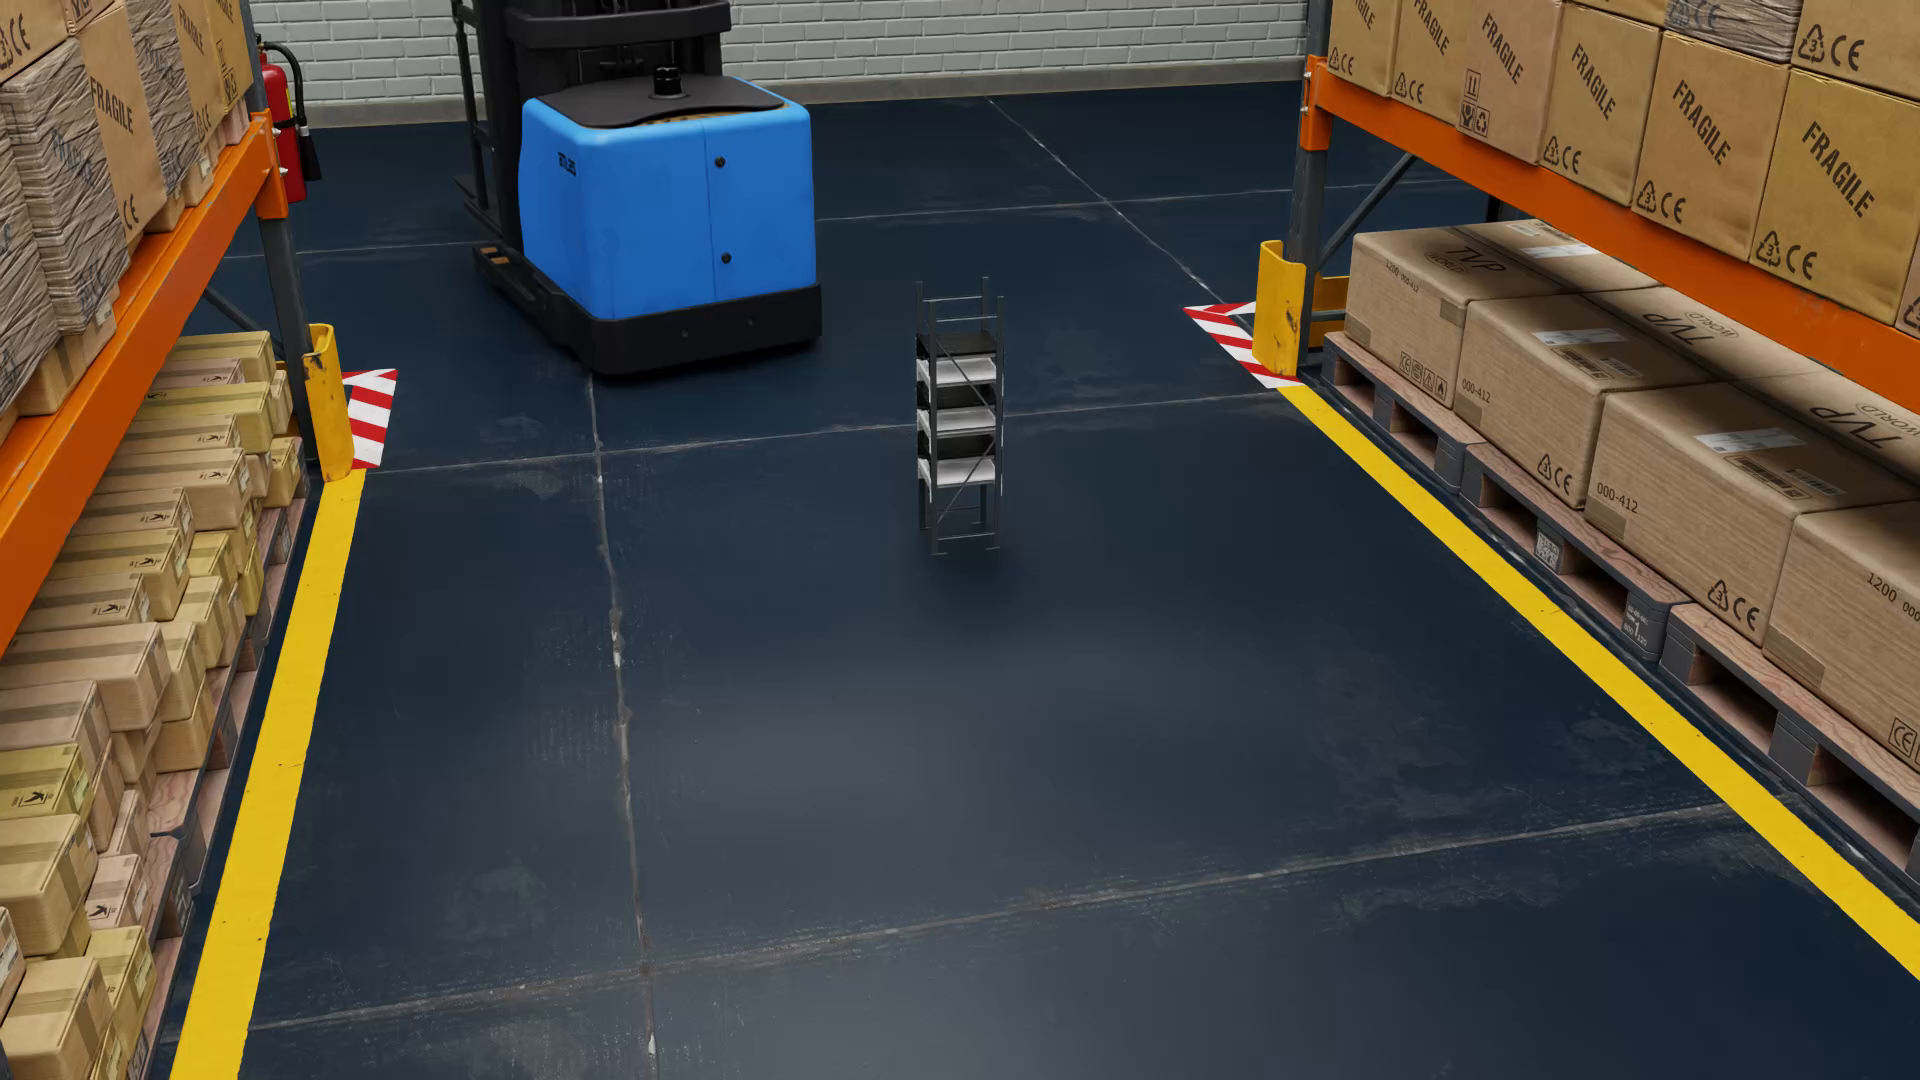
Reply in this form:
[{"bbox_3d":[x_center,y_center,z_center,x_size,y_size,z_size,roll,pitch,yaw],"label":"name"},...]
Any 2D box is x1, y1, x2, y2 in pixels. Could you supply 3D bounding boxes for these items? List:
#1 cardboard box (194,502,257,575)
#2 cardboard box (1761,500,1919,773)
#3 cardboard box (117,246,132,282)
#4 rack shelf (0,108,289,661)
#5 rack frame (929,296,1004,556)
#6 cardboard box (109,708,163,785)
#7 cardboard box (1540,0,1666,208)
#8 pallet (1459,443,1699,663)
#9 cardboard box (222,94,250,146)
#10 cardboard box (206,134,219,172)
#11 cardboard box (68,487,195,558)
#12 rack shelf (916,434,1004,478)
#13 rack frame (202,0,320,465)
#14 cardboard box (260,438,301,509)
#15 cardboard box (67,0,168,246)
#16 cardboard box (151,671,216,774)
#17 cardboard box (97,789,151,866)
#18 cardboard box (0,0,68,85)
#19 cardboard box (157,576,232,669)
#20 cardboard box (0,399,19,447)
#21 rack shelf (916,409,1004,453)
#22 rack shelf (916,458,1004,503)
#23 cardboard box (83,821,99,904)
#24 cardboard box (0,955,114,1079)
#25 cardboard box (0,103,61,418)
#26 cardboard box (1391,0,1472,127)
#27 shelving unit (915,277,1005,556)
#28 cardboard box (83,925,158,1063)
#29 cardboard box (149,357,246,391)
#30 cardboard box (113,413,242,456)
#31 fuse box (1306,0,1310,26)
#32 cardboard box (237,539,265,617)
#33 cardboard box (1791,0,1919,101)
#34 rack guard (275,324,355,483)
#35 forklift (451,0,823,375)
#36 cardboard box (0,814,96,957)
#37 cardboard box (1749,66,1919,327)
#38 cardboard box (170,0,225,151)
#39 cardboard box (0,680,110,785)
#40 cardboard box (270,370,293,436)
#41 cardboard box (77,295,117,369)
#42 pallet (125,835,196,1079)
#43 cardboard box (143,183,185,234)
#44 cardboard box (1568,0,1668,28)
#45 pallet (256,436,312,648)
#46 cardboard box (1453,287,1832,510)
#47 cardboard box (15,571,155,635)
[{"bbox_3d":[-2.259,-0.001,4.792,0.380,0.149,0.250,-6,27,-11],"label":"cardboard box"},{"bbox_3d":[2.760,0.268,4.267,0.875,0.438,0.875,-6,27,-12],"label":"cardboard box"},{"bbox_3d":[-2.275,-0.695,4.076,0.380,0.149,0.250,-5,27,-11],"label":"cardboard box"},{"bbox_3d":[-2.453,-0.411,4.035,1.077,0.370,4.000,-6,27,-12],"label":"rack shelf"},{"bbox_3d":[0.021,-0.361,5.466,0.240,0.900,0.006,-6,27,-12],"label":"rack frame"},{"bbox_3d":[-2.104,0.459,3.879,0.380,0.149,0.250,-5,27,-9],"label":"cardboard box"},{"bbox_3d":[2.092,-1.300,4.885,0.500,0.500,0.500,-5,27,-10],"label":"cardboard box"},{"bbox_3d":[2.424,-0.035,5.585,1.003,0.211,1.213,-6,27,-12],"label":"pallet"},{"bbox_3d":[-2.555,-1.384,5.442,0.380,0.149,0.250,-6,27,-12],"label":"cardboard box"},{"bbox_3d":[-2.465,-1.162,5.003,0.380,0.149,0.250,-6,27,-12],"label":"cardboard box"},{"bbox_3d":[-2.292,-0.008,4.475,0.380,0.149,0.250,-7,28,-13],"label":"cardboard box"},{"bbox_3d":[-0.002,-0.295,5.610,0.258,0.077,0.200,-6,27,-12],"label":"rack shelf"},{"bbox_3d":[-2.904,-1.611,5.612,1.000,3.000,0.127,-6,27,-12],"label":"rack frame"},{"bbox_3d":[-2.426,-0.213,5.541,0.380,0.149,0.250,-5,27,-10],"label":"cardboard box"},{"bbox_3d":[-2.215,-0.949,3.860,0.500,0.500,0.500,-5,27,-9],"label":"cardboard box"},{"bbox_3d":[-2.104,0.473,4.182,0.380,0.149,0.250,-7,28,-13],"label":"cardboard box"},{"bbox_3d":[-2.044,0.711,3.710,0.380,0.149,0.250,-7,28,-13],"label":"cardboard box"},{"bbox_3d":[-2.082,-1.152,3.152,0.500,0.500,0.500,-5,27,-11],"label":"cardboard box"},{"bbox_3d":[-2.130,0.231,4.331,0.380,0.149,0.250,-6,27,-11],"label":"cardboard box"},{"bbox_3d":[-2.045,-0.237,3.170,0.380,0.149,0.250,-7,28,-14],"label":"cardboard box"},{"bbox_3d":[-0.002,-0.376,5.569,0.258,0.077,0.200,-6,27,-12],"label":"rack shelf"},{"bbox_3d":[-0.002,-0.215,5.650,0.258,0.077,0.200,-6,27,-12],"label":"rack shelf"},{"bbox_3d":[-2.007,0.701,3.400,0.380,0.149,0.250,-6,27,-12],"label":"cardboard box"},{"bbox_3d":[-1.773,0.906,2.993,0.380,0.149,0.250,-5,27,-9],"label":"cardboard box"},{"bbox_3d":[-1.987,-0.492,2.954,0.500,0.500,0.500,-6,27,-12],"label":"cardboard box"},{"bbox_3d":[1.865,-1.743,5.764,0.500,0.500,0.500,-6,27,-12],"label":"cardboard box"},{"bbox_3d":[-0.002,-0.405,5.554,0.258,0.900,0.210,-6,27,-12],"label":"shelving unit"},{"bbox_3d":[-1.832,0.921,3.294,0.380,0.149,0.250,-5,27,-10],"label":"cardboard box"},{"bbox_3d":[-2.537,-0.468,5.386,0.380,0.149,0.250,-5,27,-11],"label":"cardboard box"},{"bbox_3d":[-2.359,-0.247,4.949,0.380,0.149,0.250,-7,28,-14],"label":"cardboard box"},{"bbox_3d":[2.682,-4.205,12.182,0.539,1.711,0.414,-6,27,-12],"label":"fuse box"},{"bbox_3d":[-2.263,0.125,4.872,0.380,0.149,0.250,-7,28,-14],"label":"cardboard box"},{"bbox_3d":[2.315,-1.295,3.767,0.500,0.500,0.500,-6,27,-12],"label":"cardboard box"},{"bbox_3d":[-2.887,-0.461,6.109,1.175,0.500,0.348,-6,27,-12],"label":"rack guard"},{"bbox_3d":[-1.781,-2.625,7.698,1.130,2.935,3.031,-14,30,-26],"label":"forklift"},{"bbox_3d":[-1.883,0.666,3.139,0.380,0.149,0.250,-5,27,-9],"label":"cardboard box"},{"bbox_3d":[2.322,-0.849,3.993,0.500,0.500,0.500,-7,28,-13],"label":"cardboard box"},{"bbox_3d":[-2.441,-1.390,4.734,0.500,0.500,0.500,-6,27,-12],"label":"cardboard box"},{"bbox_3d":[-2.069,0.448,3.572,0.380,0.149,0.250,-7,28,-13],"label":"cardboard box"},{"bbox_3d":[-2.507,-0.455,5.691,0.380,0.149,0.250,-7,28,-13],"label":"cardboard box"},{"bbox_3d":[-2.092,-0.473,3.637,0.380,0.149,0.250,-5,27,-9],"label":"cardboard box"},{"bbox_3d":[-2.189,1.099,3.338,1.003,0.211,1.213,-6,27,-12],"label":"pallet"},{"bbox_3d":[-2.354,-0.934,4.551,0.380,0.149,0.250,-7,28,-14],"label":"cardboard box"},{"bbox_3d":[2.087,-1.739,4.645,0.500,0.500,0.500,-6,27,-11],"label":"cardboard box"},{"bbox_3d":[-2.738,0.028,5.461,1.003,0.211,1.213,-6,27,-12],"label":"pallet"},{"bbox_3d":[2.356,-0.521,5.830,0.875,0.438,0.875,-5,27,-10],"label":"cardboard box"},{"bbox_3d":[-2.188,0.216,4.030,0.380,0.149,0.250,-7,28,-14],"label":"cardboard box"}]
